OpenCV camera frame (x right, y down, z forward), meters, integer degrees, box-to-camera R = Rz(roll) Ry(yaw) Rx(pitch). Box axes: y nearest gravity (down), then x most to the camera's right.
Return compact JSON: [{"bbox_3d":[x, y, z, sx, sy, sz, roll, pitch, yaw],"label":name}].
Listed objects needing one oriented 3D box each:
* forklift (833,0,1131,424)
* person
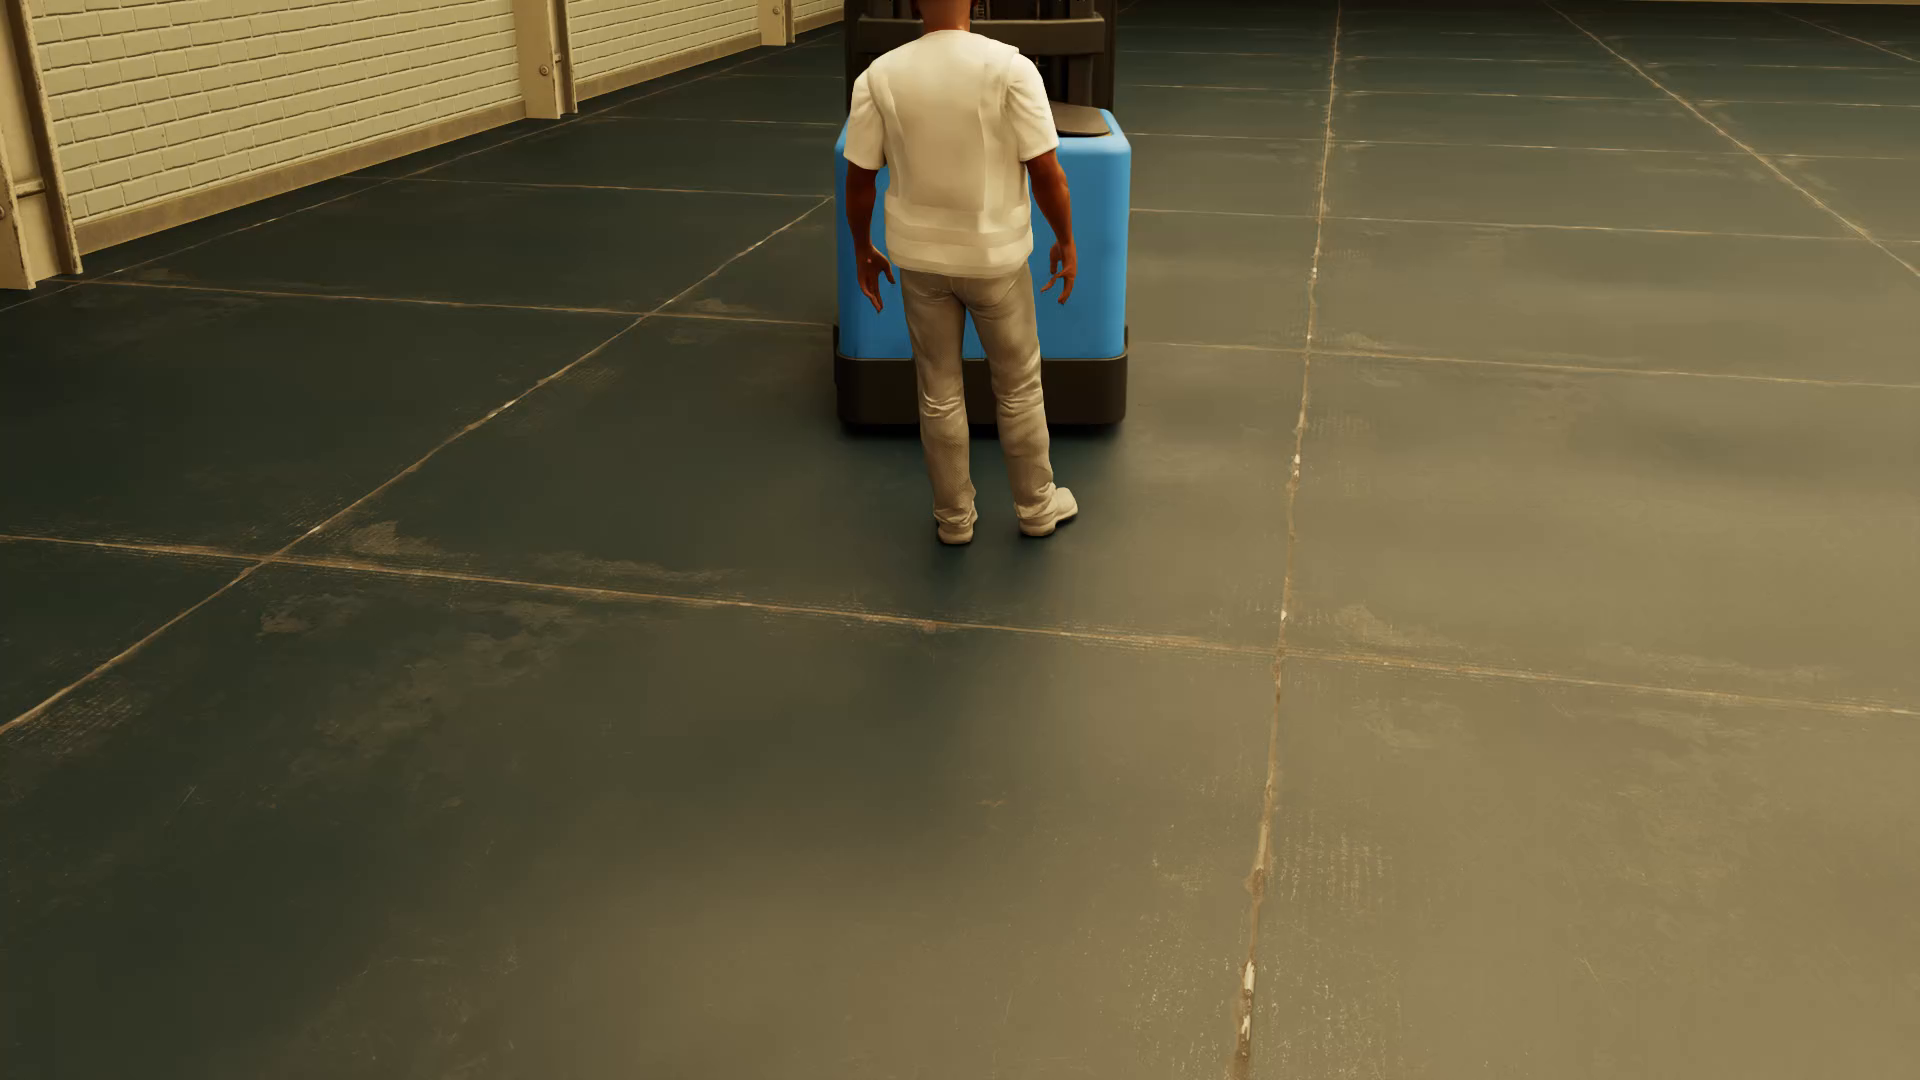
[{"bbox_3d":[0.080,-2.279,6.856,1.130,2.935,3.031,0,22,0],"label":"forklift"},{"bbox_3d":[0.020,-0.850,4.874,0.666,1.765,0.577,5,23,11],"label":"person"}]
